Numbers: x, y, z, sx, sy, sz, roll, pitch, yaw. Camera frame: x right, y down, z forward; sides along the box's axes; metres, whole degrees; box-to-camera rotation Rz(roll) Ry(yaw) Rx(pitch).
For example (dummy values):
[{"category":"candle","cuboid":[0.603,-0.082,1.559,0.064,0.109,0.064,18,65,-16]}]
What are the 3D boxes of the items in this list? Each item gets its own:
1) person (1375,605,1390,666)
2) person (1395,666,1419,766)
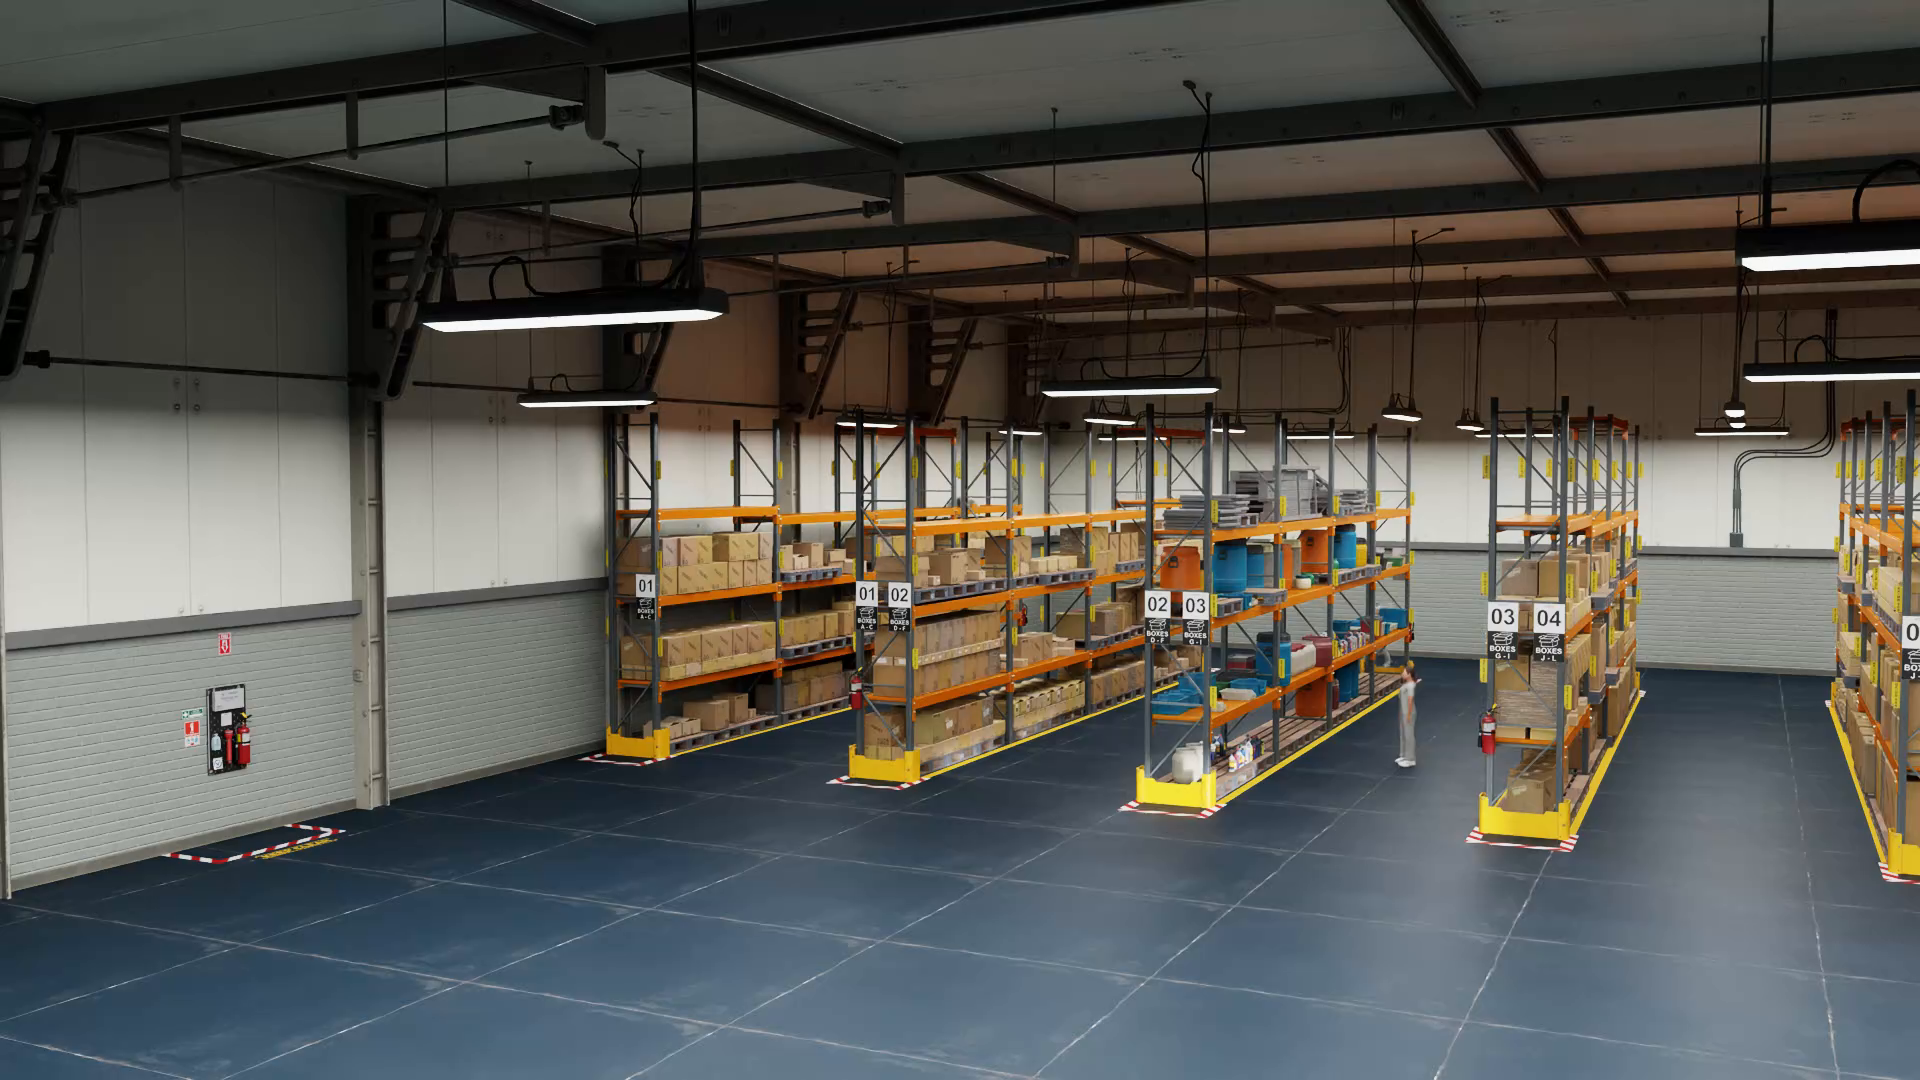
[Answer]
[{"category":"person","cuboid":[10.479,2.434,41.581,0.490,1.621,0.956,1,3,31]},{"category":"person","cuboid":[7.594,2.972,28.235,0.381,1.677,0.479,0,2,0]}]
